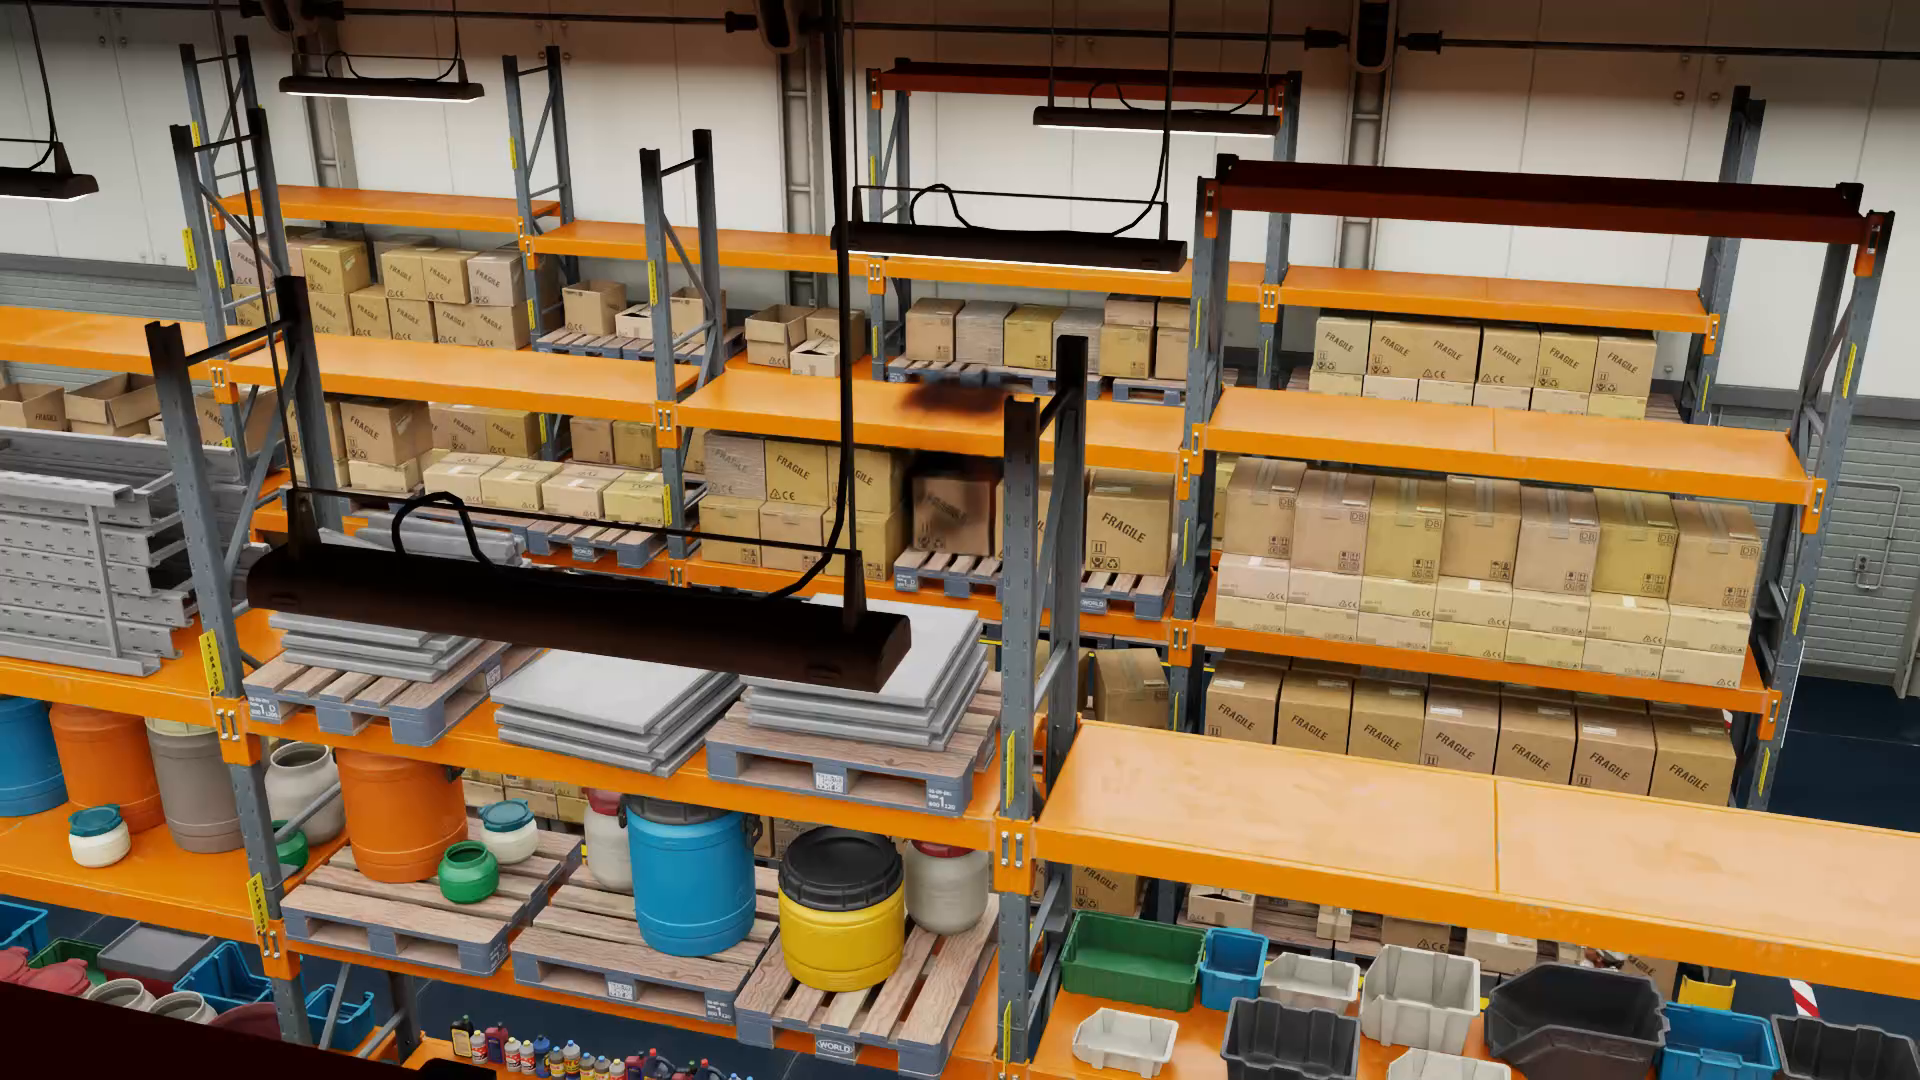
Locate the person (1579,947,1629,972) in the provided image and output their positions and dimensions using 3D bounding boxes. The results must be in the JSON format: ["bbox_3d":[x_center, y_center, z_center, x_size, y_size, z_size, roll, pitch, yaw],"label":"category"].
[{"bbox_3d":[4.003,3.208,10.872,1.030,1.611,0.522,5,23,13],"label":"person"}]

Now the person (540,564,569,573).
[{"bbox_3d":[-3.910,0.920,16.226,0.707,1.782,0.548,17,28,35],"label":"person"}]
